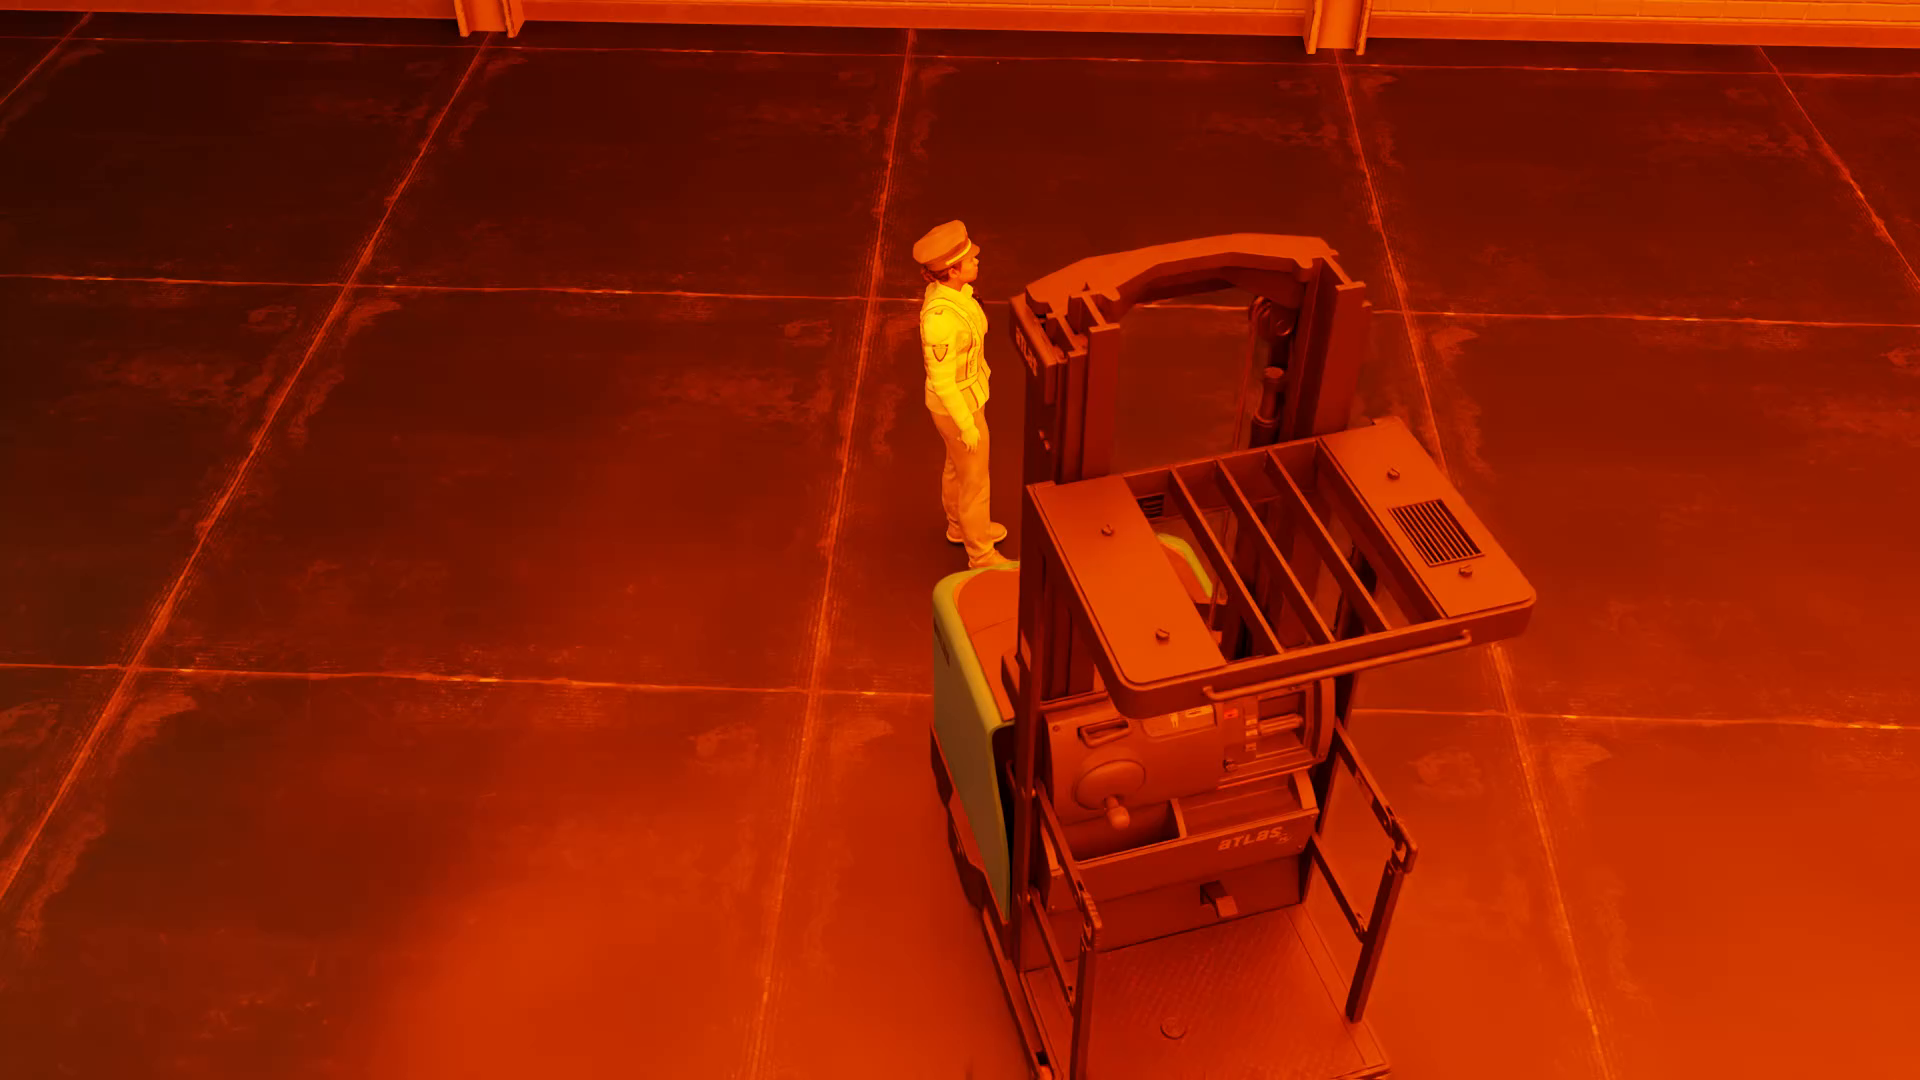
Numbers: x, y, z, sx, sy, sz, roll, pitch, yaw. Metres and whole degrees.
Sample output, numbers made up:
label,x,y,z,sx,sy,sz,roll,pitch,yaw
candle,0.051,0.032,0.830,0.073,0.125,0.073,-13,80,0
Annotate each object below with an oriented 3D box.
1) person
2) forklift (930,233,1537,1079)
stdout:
label,x,y,z,sx,sy,sz,roll,pitch,yaw
person,0.068,-0.625,7.333,0.531,1.695,0.588,2,42,2
forklift,0.778,0.712,4.963,1.130,2.935,3.031,-11,44,-12
